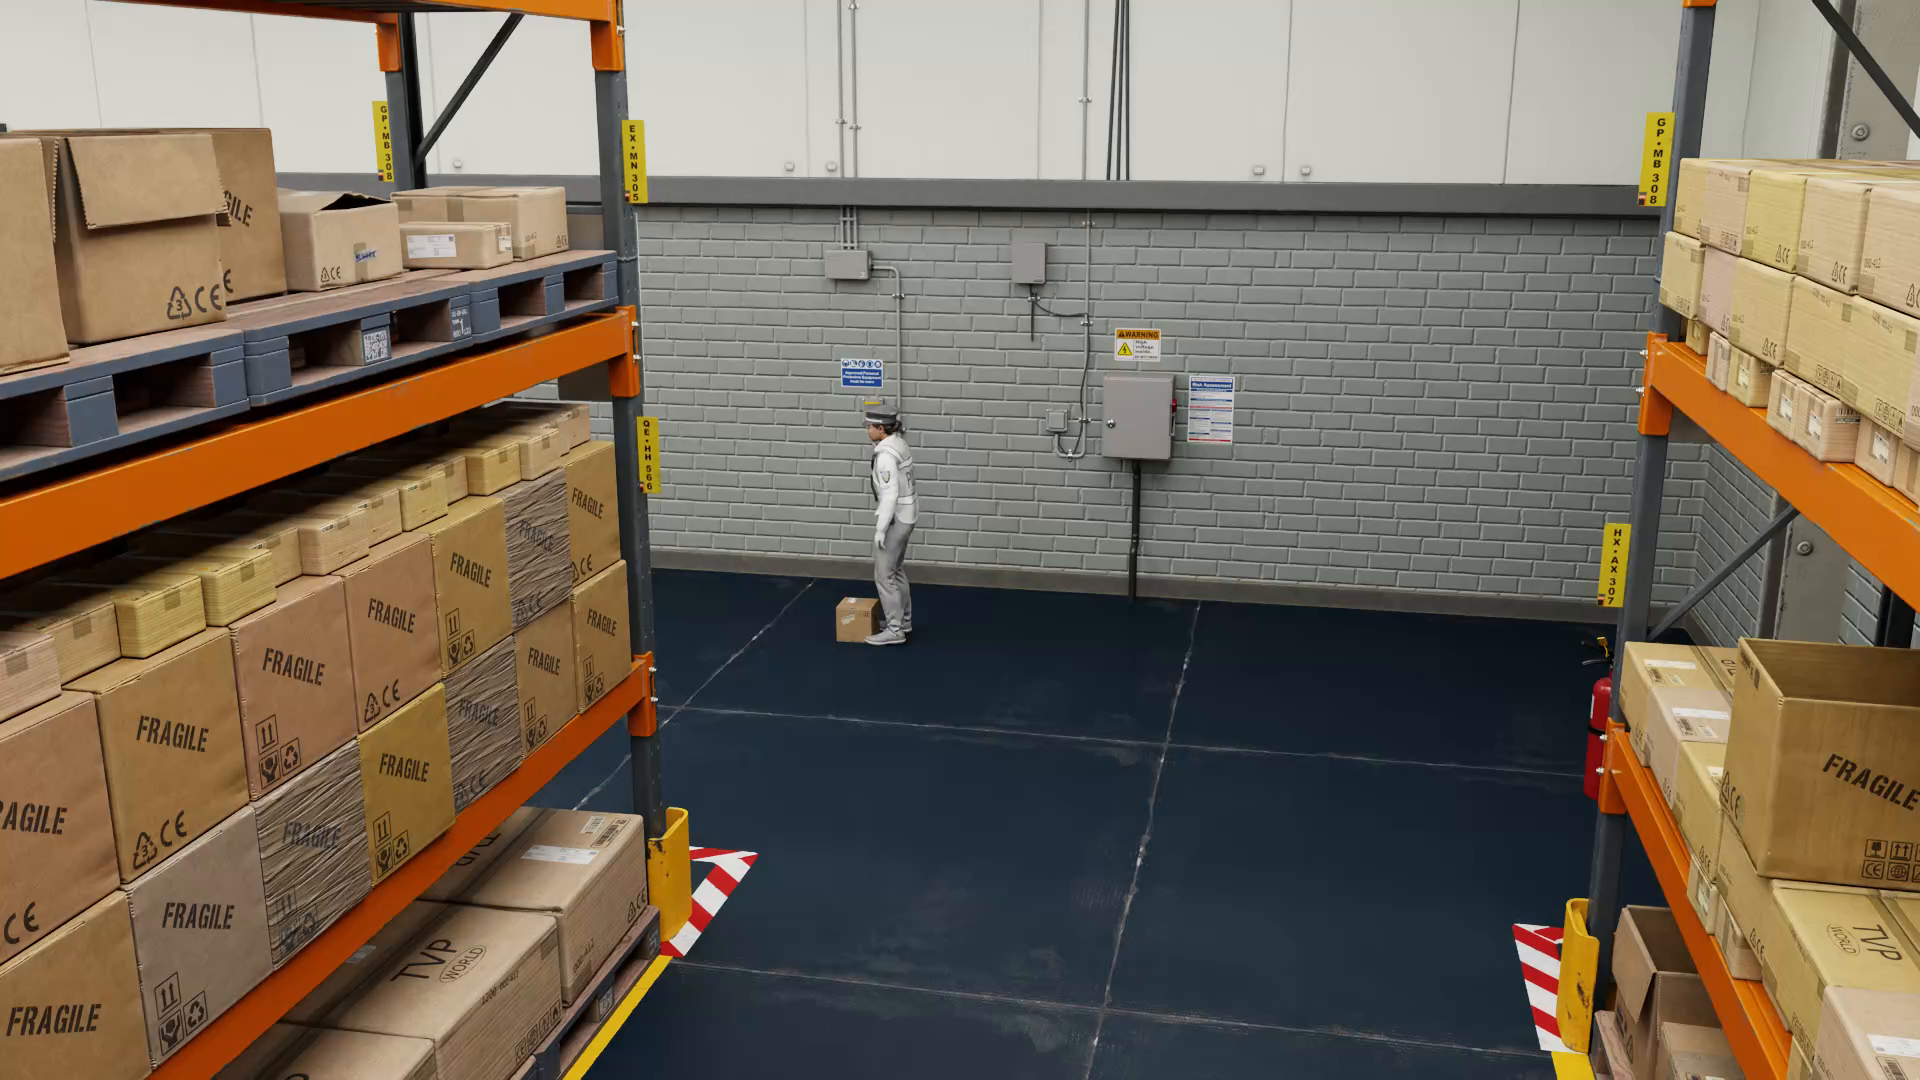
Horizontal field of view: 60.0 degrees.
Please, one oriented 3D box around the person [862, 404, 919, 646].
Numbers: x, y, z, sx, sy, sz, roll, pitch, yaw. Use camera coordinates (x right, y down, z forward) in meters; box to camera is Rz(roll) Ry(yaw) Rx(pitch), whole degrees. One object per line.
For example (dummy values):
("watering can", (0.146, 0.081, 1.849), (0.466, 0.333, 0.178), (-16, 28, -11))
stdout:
("person", (-0.474, -0.113, 11.433), (0.371, 1.663, 0.531), (2, 15, 9))
